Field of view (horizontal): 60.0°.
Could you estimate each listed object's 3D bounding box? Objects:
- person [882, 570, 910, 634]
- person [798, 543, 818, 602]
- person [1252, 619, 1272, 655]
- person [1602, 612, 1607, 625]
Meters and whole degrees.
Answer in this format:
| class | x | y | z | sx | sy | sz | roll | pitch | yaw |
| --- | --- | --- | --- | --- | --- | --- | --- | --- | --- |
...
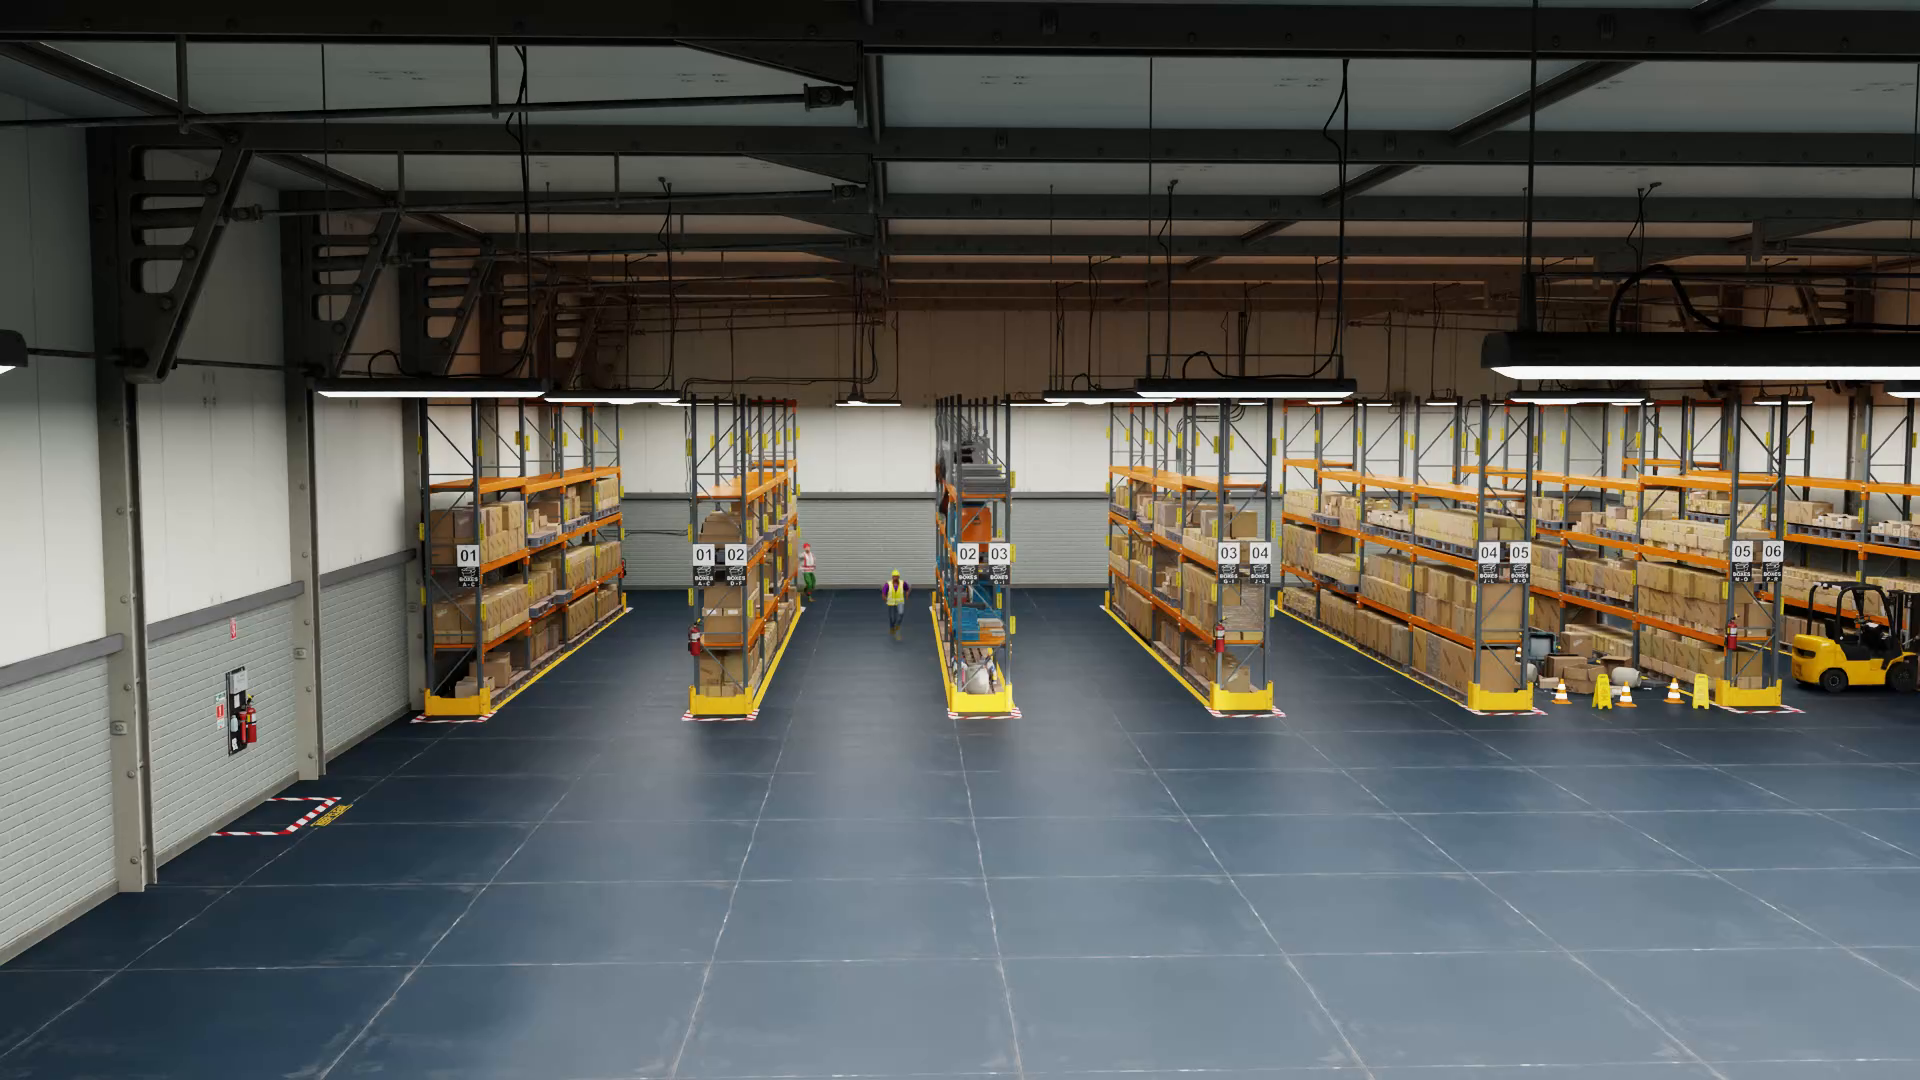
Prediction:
| class | x | y | z | sx | sy | sz | roll | pitch | yaw |
| --- | --- | --- | --- | --- | --- | --- | --- | --- | --- |
| person | -1.591 | 1.560 | 41.209 | 0.687 | 1.645 | 0.962 | 0 | 5 | -3 |
| person | -4.554 | 0.965 | 49.428 | 0.661 | 1.744 | 0.761 | -4 | 6 | -41 |
| person | 7.060 | 1.737 | 39.095 | 0.669 | 1.823 | 0.855 | -1 | 5 | -11 |
| person | 16.447 | 1.564 | 42.714 | 0.504 | 1.585 | 0.732 | 0 | 5 | -3 |
